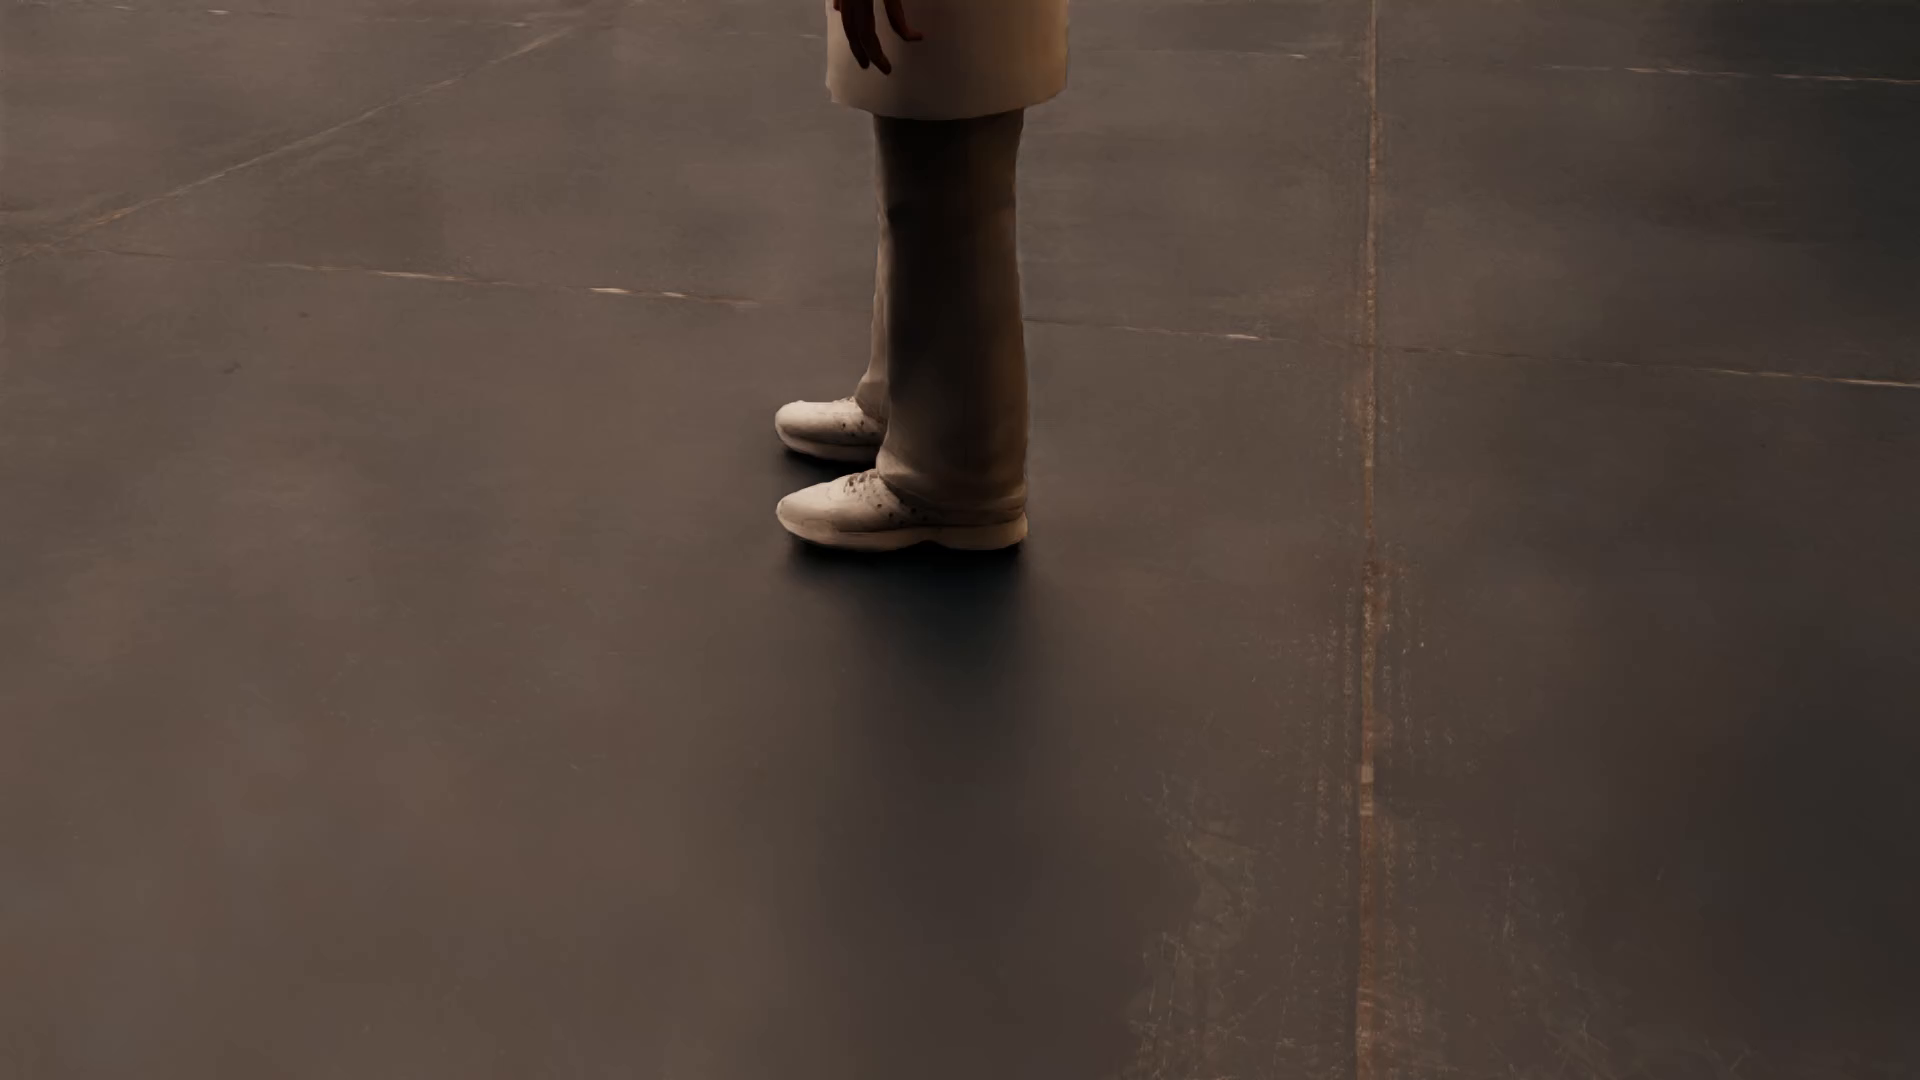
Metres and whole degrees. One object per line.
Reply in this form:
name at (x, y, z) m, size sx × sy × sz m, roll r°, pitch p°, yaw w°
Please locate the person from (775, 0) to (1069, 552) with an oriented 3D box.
person at (-0.088, -0.811, 2.118) m, size 0.579 × 1.776 × 0.694 m, roll 6°, pitch 27°, yaw 11°
